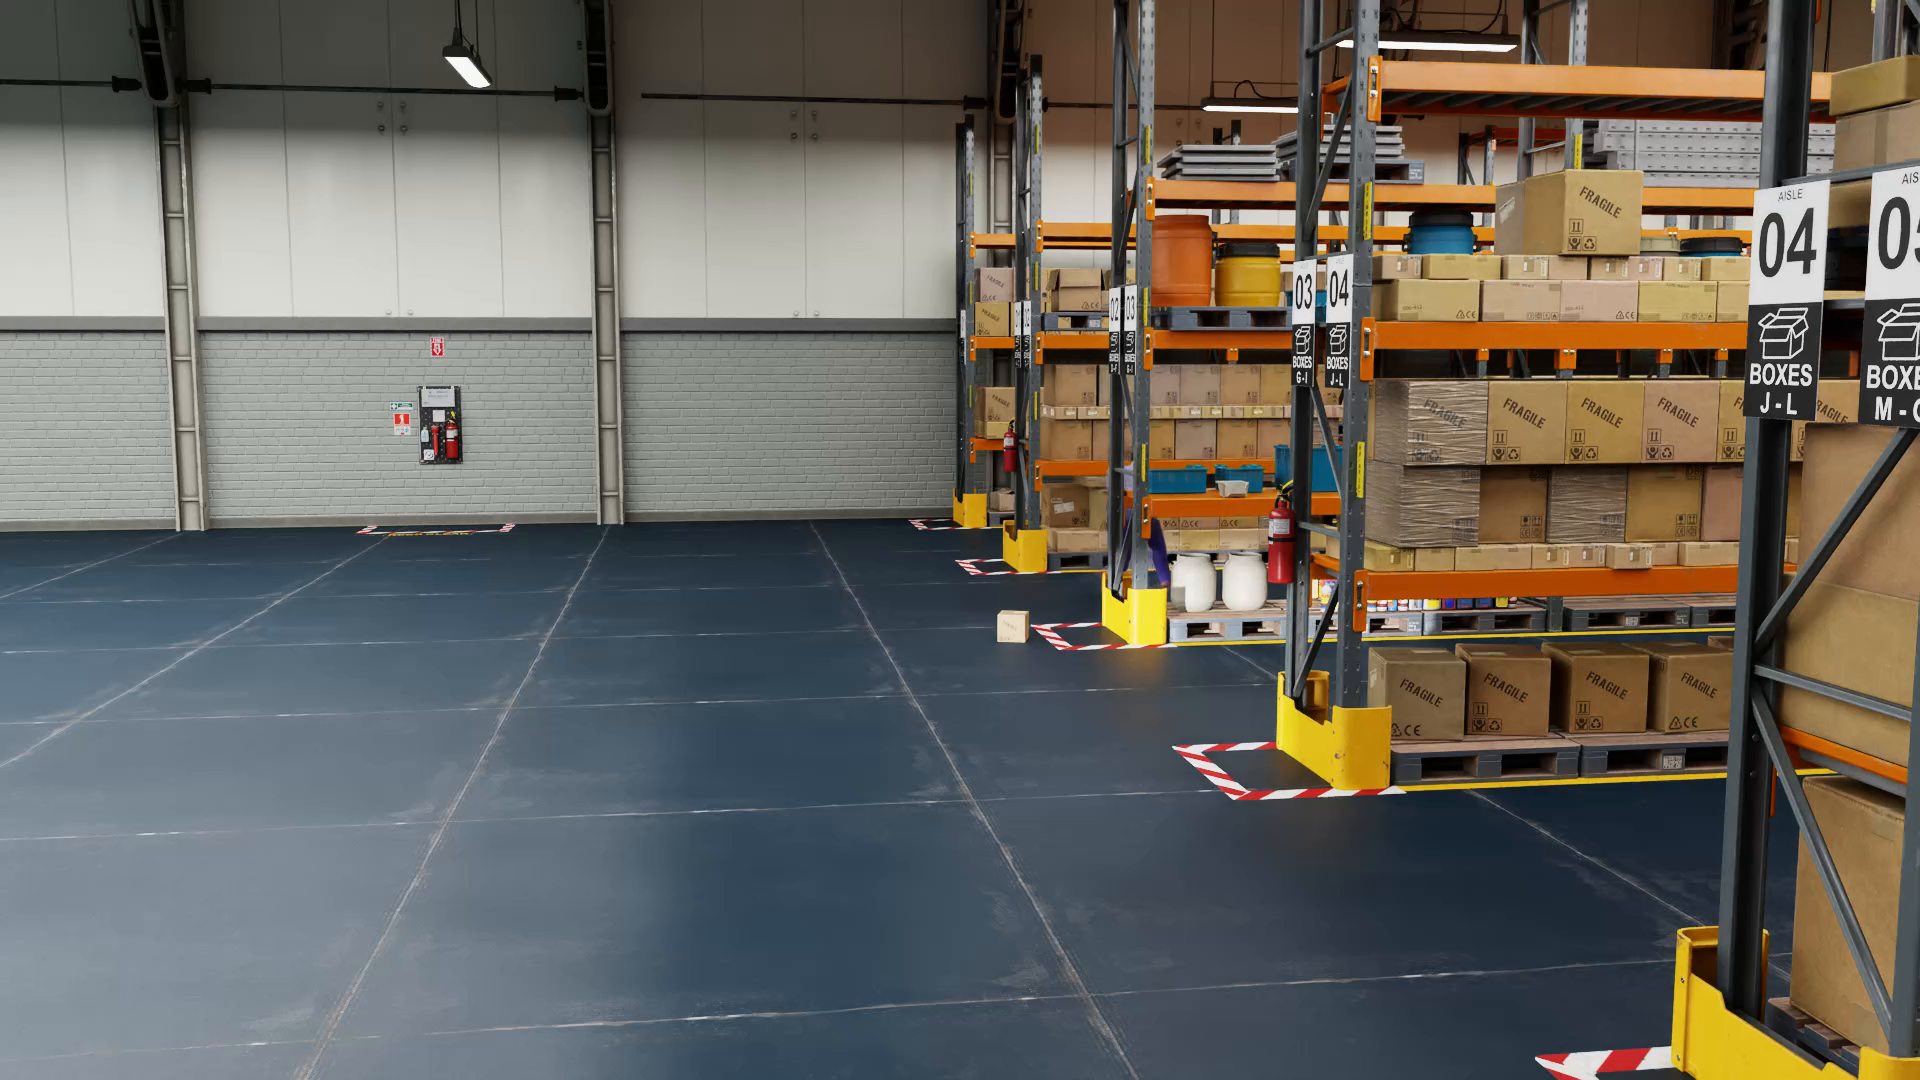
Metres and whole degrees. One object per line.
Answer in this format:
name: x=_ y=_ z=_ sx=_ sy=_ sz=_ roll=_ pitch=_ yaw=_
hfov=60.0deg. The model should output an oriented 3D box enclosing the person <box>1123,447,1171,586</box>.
person: x=2.003 y=-0.257 z=18.031 sx=0.474 sy=1.599 sz=0.937 roll=6 pitch=9 yaw=44
